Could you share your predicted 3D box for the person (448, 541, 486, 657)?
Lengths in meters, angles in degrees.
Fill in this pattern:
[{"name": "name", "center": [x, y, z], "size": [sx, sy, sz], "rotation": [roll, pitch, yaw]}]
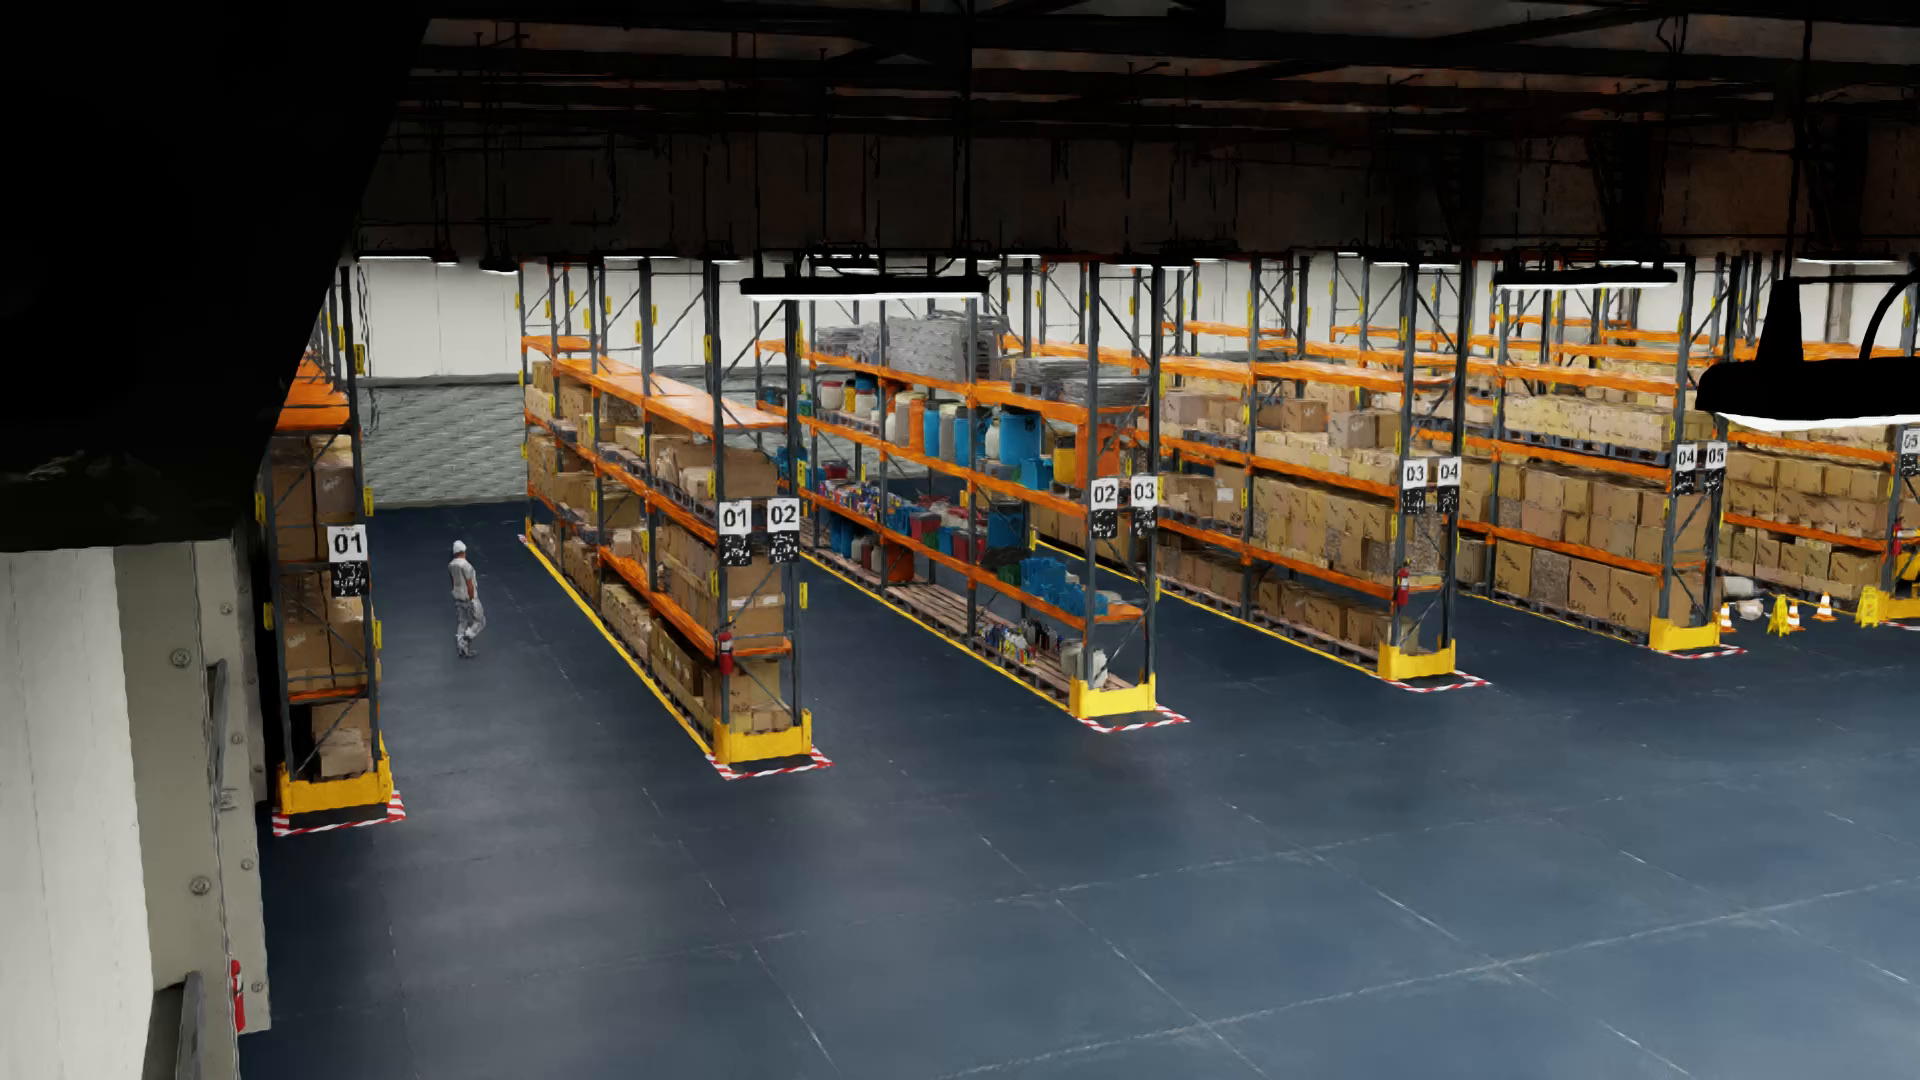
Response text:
[{"name": "person", "center": [-7.499, 0.899, 25.153], "size": [0.598, 1.786, 0.444], "rotation": [9, 14, 40]}]
